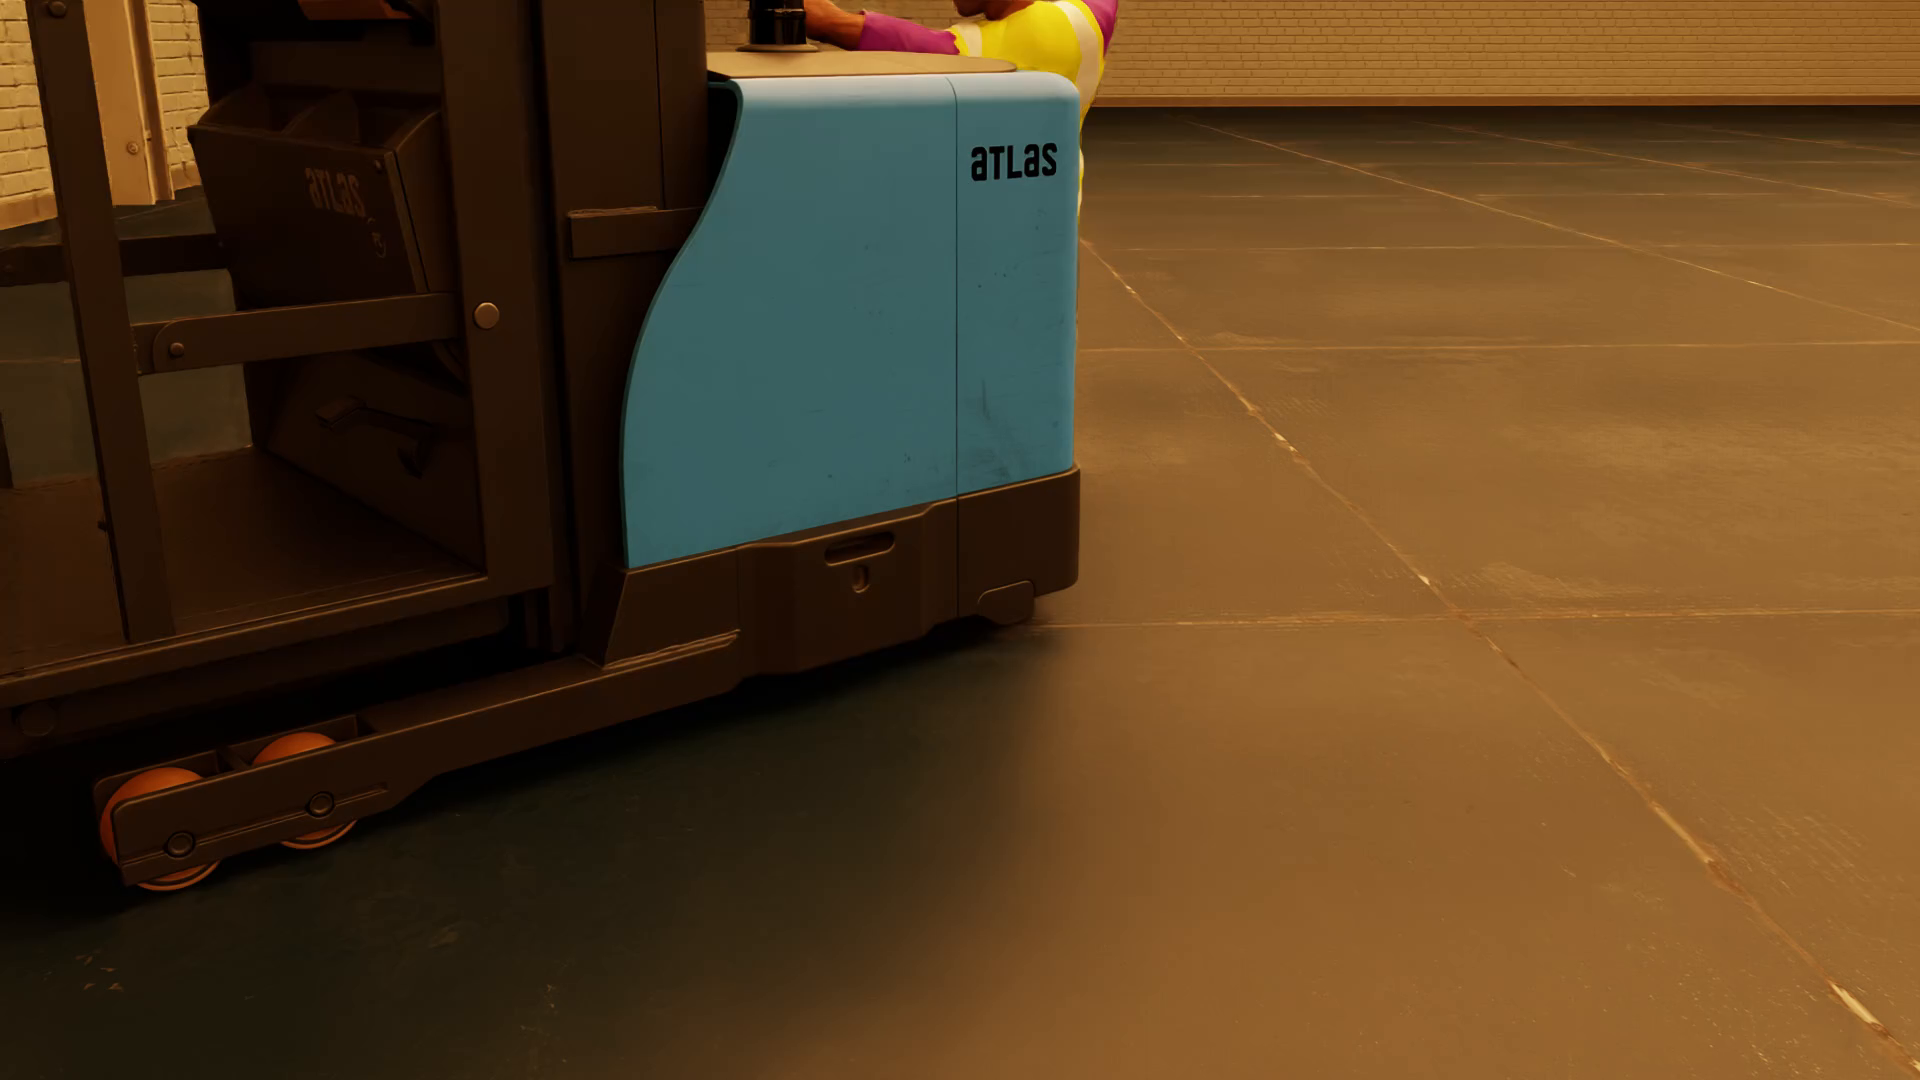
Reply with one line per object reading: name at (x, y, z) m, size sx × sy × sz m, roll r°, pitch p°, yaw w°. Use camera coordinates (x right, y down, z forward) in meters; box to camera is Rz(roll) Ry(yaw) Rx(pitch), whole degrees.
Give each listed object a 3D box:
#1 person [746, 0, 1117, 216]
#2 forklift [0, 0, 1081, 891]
person at (-0.161, -1.020, 4.546) m, size 1.153 × 1.636 × 0.843 m, roll -2°, pitch 17°, yaw -7°
forklift at (-1.213, -1.086, 2.458) m, size 3.031 × 2.935 × 1.130 m, roll -14°, pitch 22°, yaw -38°
